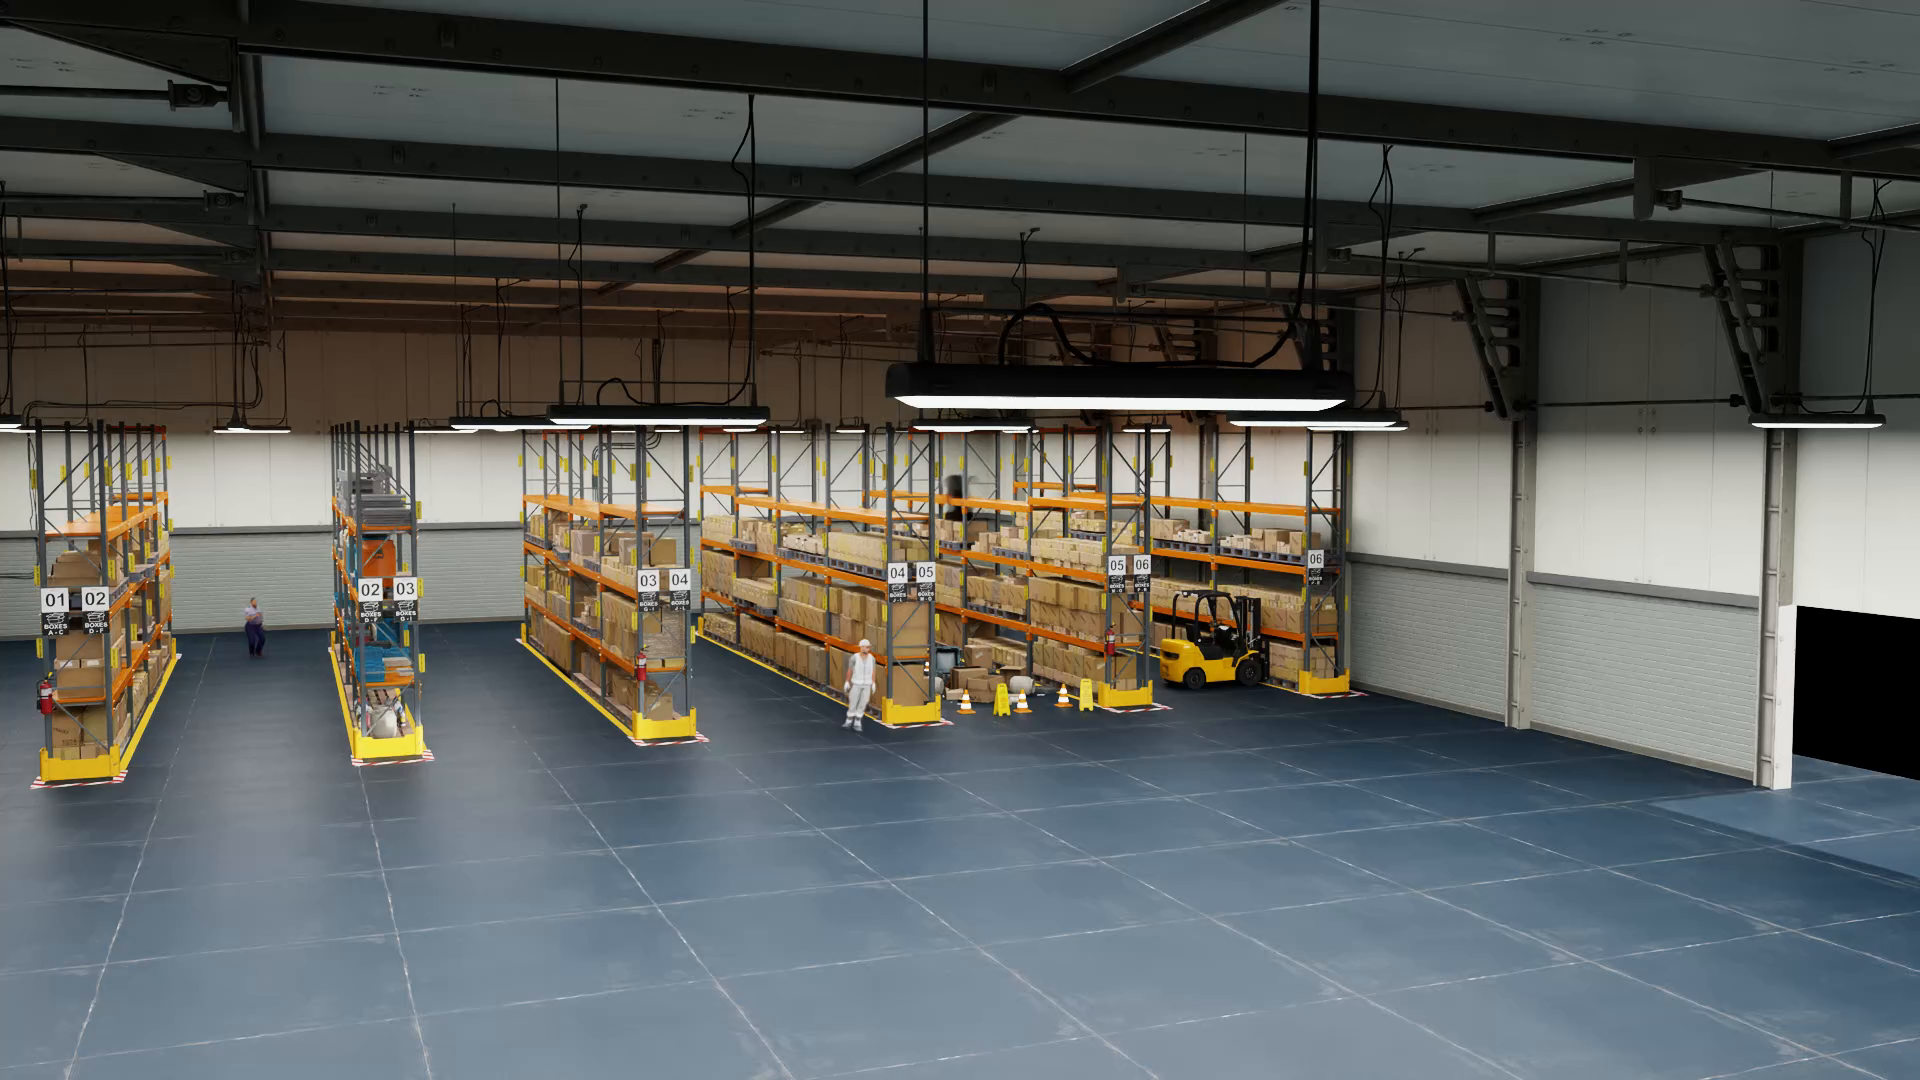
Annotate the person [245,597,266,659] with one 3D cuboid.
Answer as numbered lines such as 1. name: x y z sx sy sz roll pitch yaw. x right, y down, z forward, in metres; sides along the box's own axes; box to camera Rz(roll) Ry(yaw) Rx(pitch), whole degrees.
1. person: -18.116 2.273 42.653 0.549 1.601 0.840 -3 5 -44

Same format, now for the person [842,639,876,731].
1. person: -1.976 2.830 32.360 0.669 1.804 0.458 -2 4 -25

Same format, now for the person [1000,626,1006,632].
1. person: 1.127 1.852 48.342 0.660 1.747 0.711 -3 5 -44
